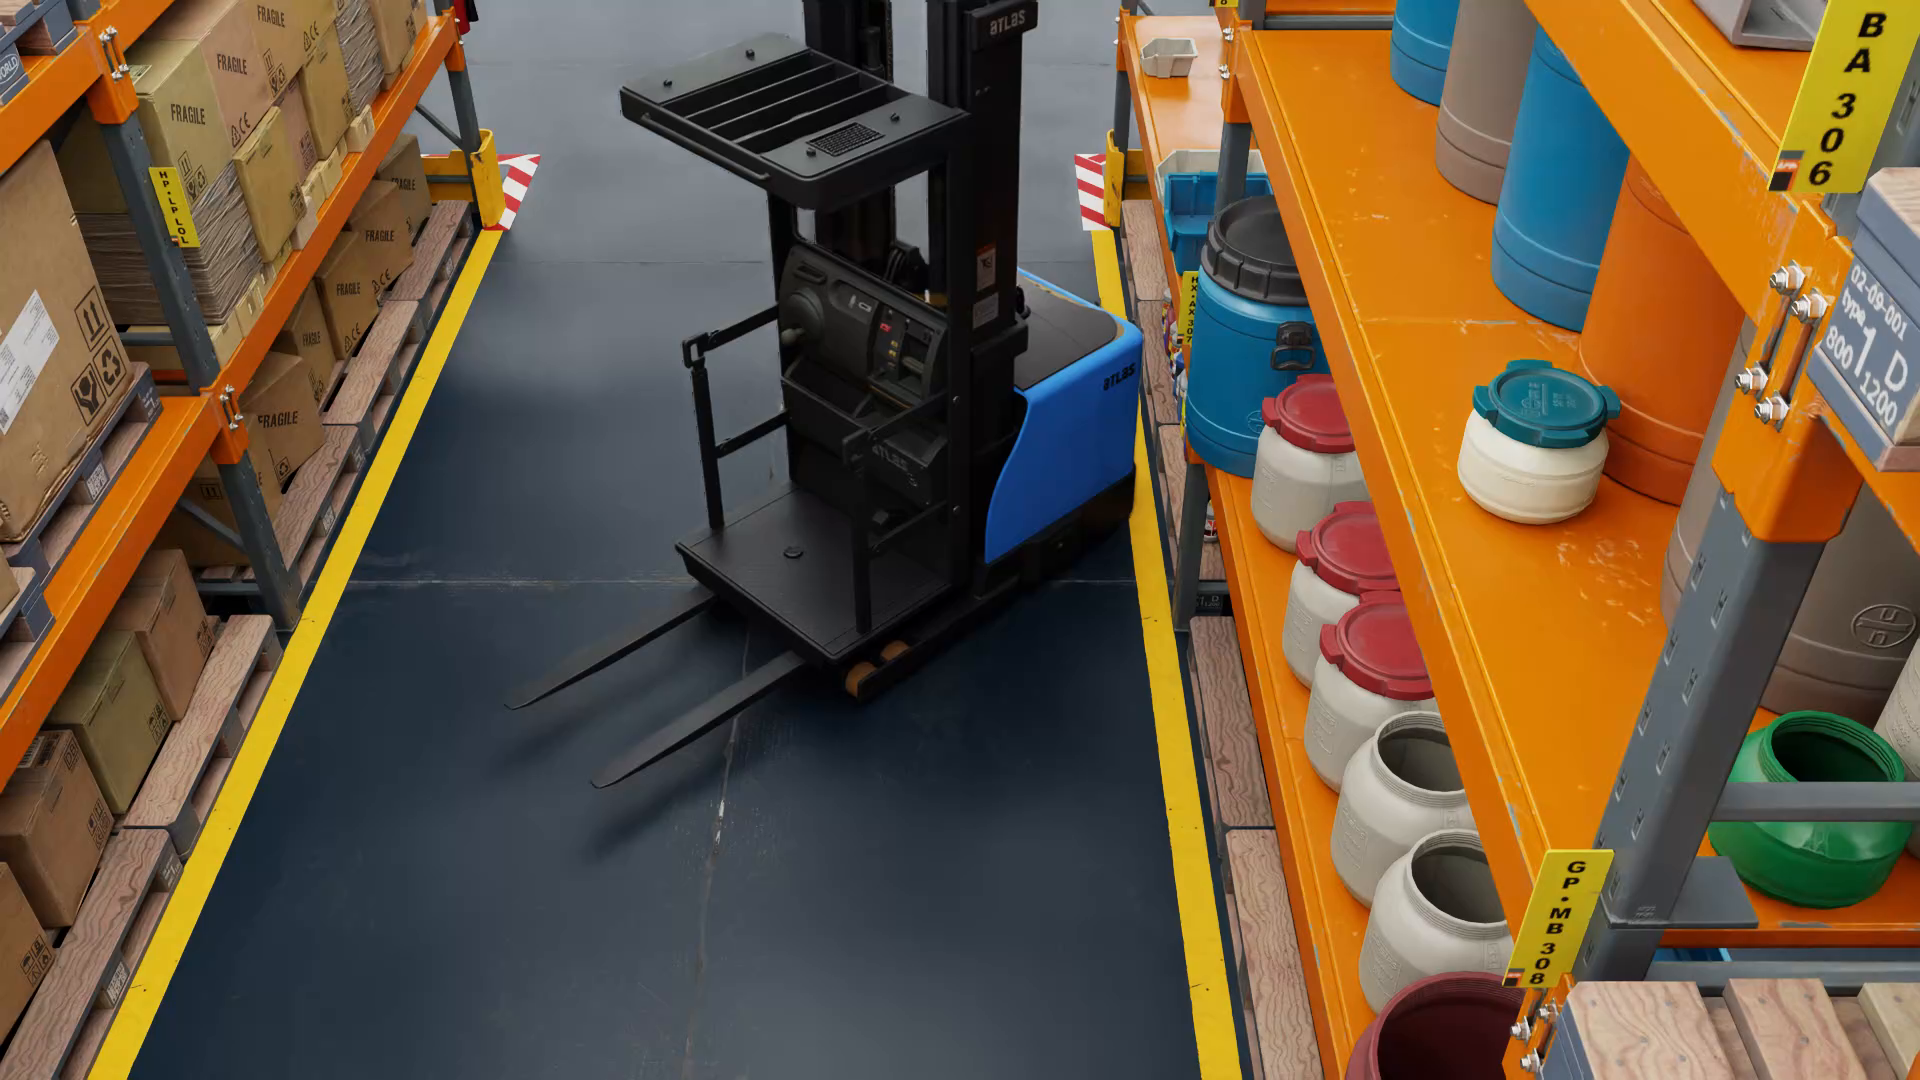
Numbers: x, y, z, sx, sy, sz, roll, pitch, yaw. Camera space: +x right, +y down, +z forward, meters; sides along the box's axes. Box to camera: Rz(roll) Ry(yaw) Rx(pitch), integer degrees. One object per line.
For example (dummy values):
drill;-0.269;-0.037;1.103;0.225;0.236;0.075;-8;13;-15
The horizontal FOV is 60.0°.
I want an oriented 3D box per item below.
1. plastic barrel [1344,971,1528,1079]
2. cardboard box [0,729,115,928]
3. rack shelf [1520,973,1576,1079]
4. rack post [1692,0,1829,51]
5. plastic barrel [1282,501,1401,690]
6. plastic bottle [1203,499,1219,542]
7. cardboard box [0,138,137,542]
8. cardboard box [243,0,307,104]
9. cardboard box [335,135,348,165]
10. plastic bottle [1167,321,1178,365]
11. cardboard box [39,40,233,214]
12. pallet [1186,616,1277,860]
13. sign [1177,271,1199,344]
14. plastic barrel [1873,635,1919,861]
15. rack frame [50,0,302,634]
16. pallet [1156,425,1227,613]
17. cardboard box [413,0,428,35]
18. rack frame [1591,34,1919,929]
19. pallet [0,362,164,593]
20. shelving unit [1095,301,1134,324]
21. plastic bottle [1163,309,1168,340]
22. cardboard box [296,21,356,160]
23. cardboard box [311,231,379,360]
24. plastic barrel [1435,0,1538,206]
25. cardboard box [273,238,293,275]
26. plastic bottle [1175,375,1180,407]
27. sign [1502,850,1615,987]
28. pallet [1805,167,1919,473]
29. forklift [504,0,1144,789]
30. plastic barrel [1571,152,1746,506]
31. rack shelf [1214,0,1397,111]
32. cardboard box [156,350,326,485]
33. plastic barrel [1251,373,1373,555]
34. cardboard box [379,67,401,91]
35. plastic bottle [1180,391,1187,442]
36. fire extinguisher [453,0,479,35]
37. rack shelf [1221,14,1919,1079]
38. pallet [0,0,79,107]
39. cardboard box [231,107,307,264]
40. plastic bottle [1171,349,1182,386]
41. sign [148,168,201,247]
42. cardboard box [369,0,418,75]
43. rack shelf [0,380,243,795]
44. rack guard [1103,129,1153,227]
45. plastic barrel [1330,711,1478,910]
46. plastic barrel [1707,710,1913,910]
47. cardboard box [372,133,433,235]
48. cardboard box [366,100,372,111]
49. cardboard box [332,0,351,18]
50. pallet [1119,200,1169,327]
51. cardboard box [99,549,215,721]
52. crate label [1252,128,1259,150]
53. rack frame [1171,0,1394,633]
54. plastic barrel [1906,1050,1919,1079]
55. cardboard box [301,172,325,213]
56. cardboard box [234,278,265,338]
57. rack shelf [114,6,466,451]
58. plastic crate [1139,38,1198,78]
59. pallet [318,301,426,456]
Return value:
plastic barrel;1.162;1.367;3.783;0.600;0.536;0.708;0;39;0
cardboard box;-3.531;1.048;5.936;0.700;0.500;0.500;-3;39;-4
rack shelf;1.467;2.071;1.189;1.077;0.370;4.000;0;39;0
rack post;1.549;-1.979;3.109;1.013;1.000;3.121;0;39;0
plastic barrel;1.243;0.213;5.223;0.433;0.535;0.433;0;39;0
plastic bottle;1.148;-0.098;7.605;0.097;0.201;0.097;0;39;0
cardboard box;-3.632;-0.689;5.641;1.000;1.000;1.000;0;39;0
cardboard box;-3.241;-2.240;7.275;0.500;0.500;0.500;0;39;0
cardboard box;-3.253;-1.919;8.192;0.380;0.149;0.250;0;39;0
plastic bottle;1.147;-1.052;8.739;0.097;0.271;0.097;0;39;0
cardboard box;-3.239;-1.615;6.495;0.500;0.500;0.500;0;39;0
pallet;1.500;0.788;6.844;1.003;0.211;1.213;0;39;0
sign;0.910;-0.906;6.506;0.100;0.325;0.005;0;39;0
plastic barrel;1.771;0.301;2.733;0.421;0.512;0.421;0;39;0
rack frame;-3.493;-0.788;6.580;1.000;3.000;0.127;0;39;0
pallet;1.501;-0.123;7.981;1.003;0.211;1.213;0;39;0
cardboard box;-3.290;-3.013;9.558;0.380;0.149;0.250;0;39;0
rack frame;1.465;-0.631;1.587;1.000;3.000;0.127;0;39;0
pallet;-3.637;-0.235;6.044;1.003;0.211;1.213;0;39;0
shelving unit;0.665;-0.700;8.149;0.210;0.900;0.258;-32;48;-33
plastic bottle;1.146;-1.174;8.948;0.097;0.201;0.097;0;39;0
cardboard box;-3.457;-2.163;7.978;0.875;0.500;0.500;0;39;0
cardboard box;-3.496;-1.322;8.910;0.500;0.500;0.500;3;39;4
plastic barrel;1.679;-1.431;4.583;0.600;0.901;0.600;0;39;0
cardboard box;-3.217;-1.294;7.412;0.380;0.149;0.250;0;39;0
plastic bottle;1.147;-0.771;8.445;0.097;0.201;0.097;0;39;0
sign;0.915;0.585;2.552;0.100;0.325;0.005;0;39;0
pallet;1.435;0.050;1.208;1.213;0.211;1.003;0;39;0
forklift;-0.560;-0.821;6.676;3.031;2.935;1.130;-32;48;-33
plastic barrel;1.680;-0.551;3.542;0.600;0.830;0.708;0;39;0
rack shelf;1.458;-2.932;7.432;1.077;0.370;4.000;0;39;0
cardboard box;-3.461;-0.585;7.990;0.500;0.500;0.500;12;40;14
plastic barrel;1.242;-0.246;5.795;0.433;0.535;0.433;0;39;0
cardboard box;-3.254;-2.544;8.973;0.380;0.149;0.250;0;39;0
plastic bottle;1.171;-0.654;8.179;0.144;0.351;0.185;0;39;0
fire extinguisher;-3.036;-3.331;9.815;0.296;0.674;0.183;0;39;0
rack shelf;1.463;-0.431;4.311;1.077;0.370;4.000;0;39;0
pallet;-3.598;-1.499;5.219;1.213;0.211;1.003;0;39;0
cardboard box;-3.397;-1.537;7.197;0.875;0.500;0.500;0;39;0
plastic bottle;1.147;-0.900;8.606;0.097;0.201;0.097;0;39;0
sign;-2.937;-1.242;6.221;0.100;0.325;0.005;0;39;0
cardboard box;-3.403;-2.788;8.758;0.875;0.500;0.500;0;39;0
rack shelf;-3.490;0.743;5.244;1.077;0.370;4.000;0;39;0
rack guard;1.503;-2.270;10.428;1.175;0.500;0.348;0;39;0
plastic barrel;1.250;0.760;4.560;0.421;0.512;0.421;0;39;0
plastic barrel;1.414;0.446;2.766;0.294;0.245;0.294;0;39;0
cardboard box;-3.513;-2.087;9.865;0.500;0.500;0.500;7;39;8
cardboard box;-3.273;-2.232;8.582;0.380;0.149;0.250;0;39;0
cardboard box;-3.245;-2.866;8.055;0.500;0.500;0.500;0;39;0
pallet;1.499;-1.649;9.885;1.003;0.211;1.213;0;39;0
cardboard box;-3.513;0.400;6.745;0.700;0.500;0.500;-3;39;-4
crate label;1.728;-2.156;8.259;0.502;0.435;0.616;0;39;0
rack frame;1.460;-0.792;6.585;1.000;3.000;0.127;0;39;0
plastic barrel;1.463;0.563;1.817;0.600;0.830;0.708;0;39;0
cardboard box;-3.218;-1.606;7.802;0.380;0.149;0.250;0;39;0
cardboard box;-3.179;-0.981;7.022;0.380;0.149;0.250;0;39;0
rack shelf;-3.495;-1.758;8.366;1.077;0.370;4.000;0;39;0
plastic crate;1.135;-2.630;9.090;0.298;0.136;0.250;0;39;0
pallet;-3.533;-0.885;8.931;1.003;0.211;1.213;0;39;0
